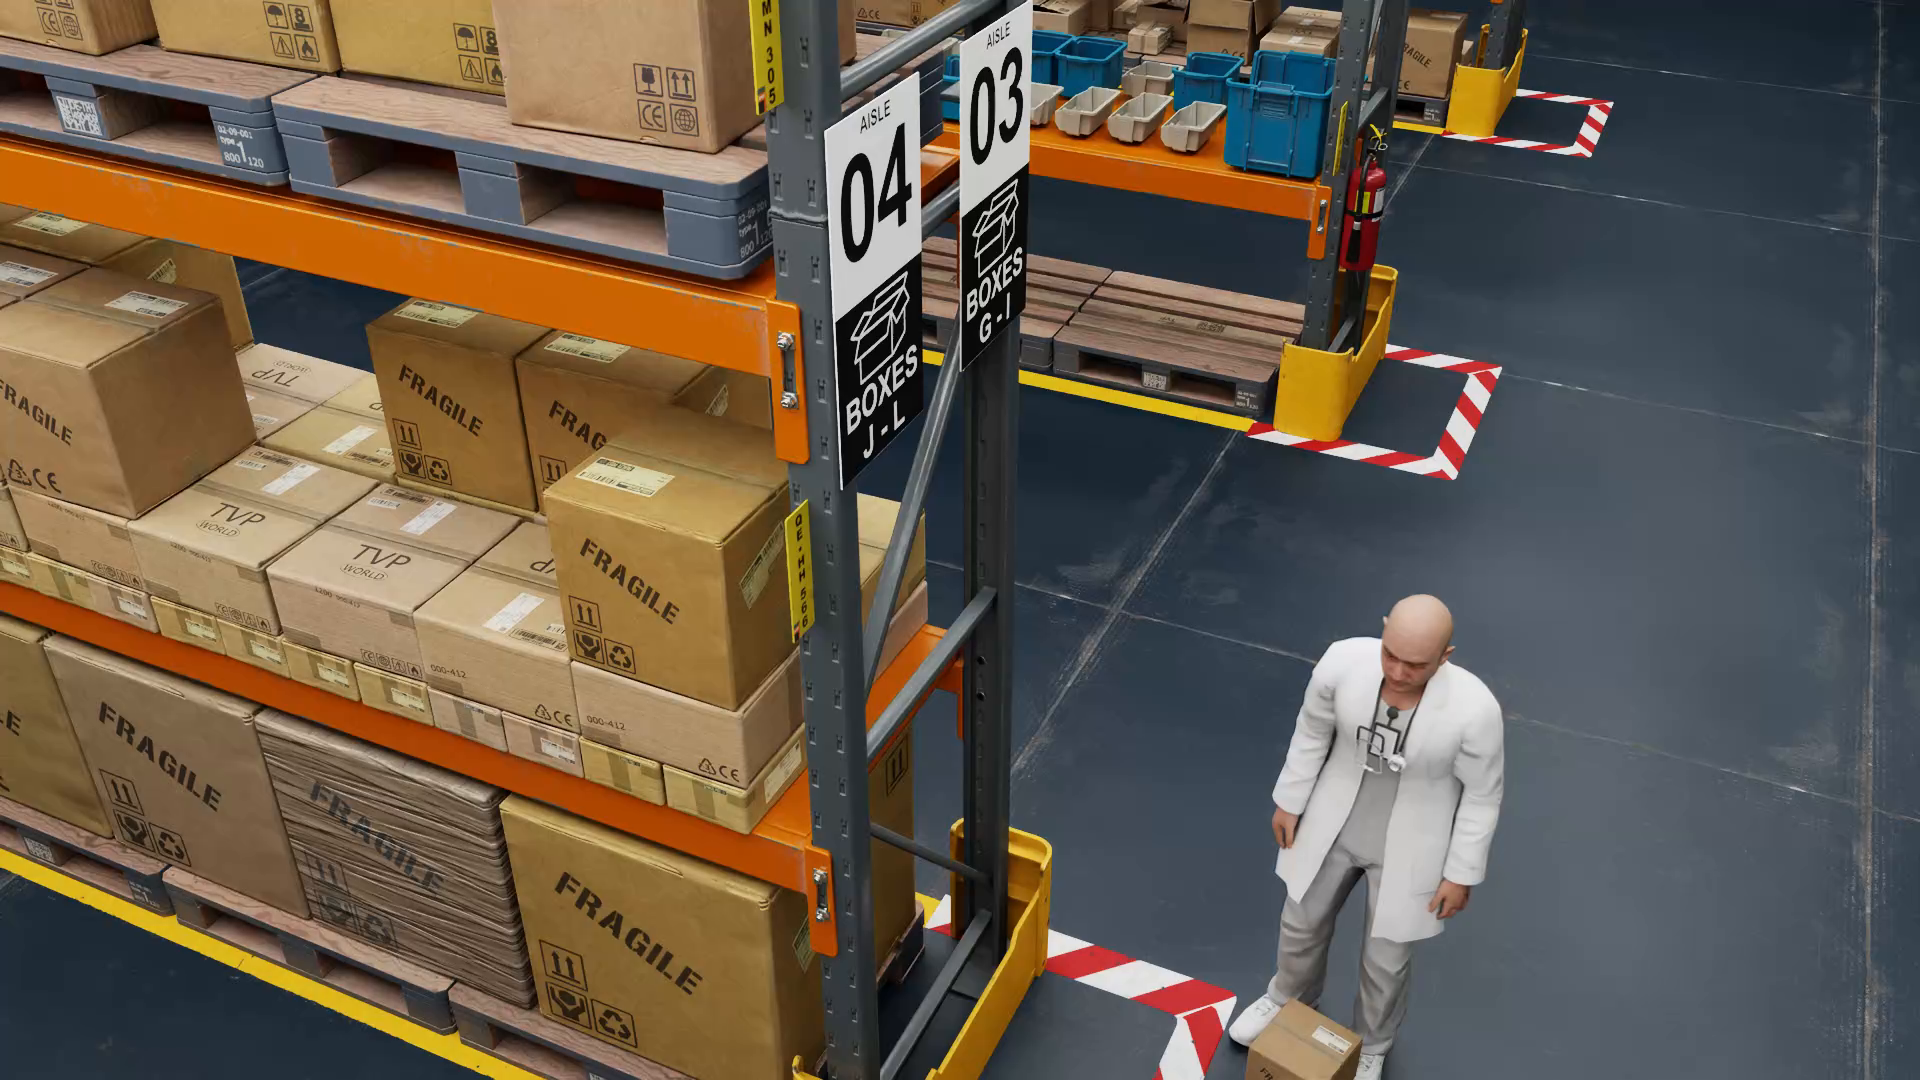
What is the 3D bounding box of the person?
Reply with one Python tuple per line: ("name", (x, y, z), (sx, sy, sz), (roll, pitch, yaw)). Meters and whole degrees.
("person", (1.203, 0.872, 4.826), (0.645, 1.772, 0.429), (21, 39, 29))
